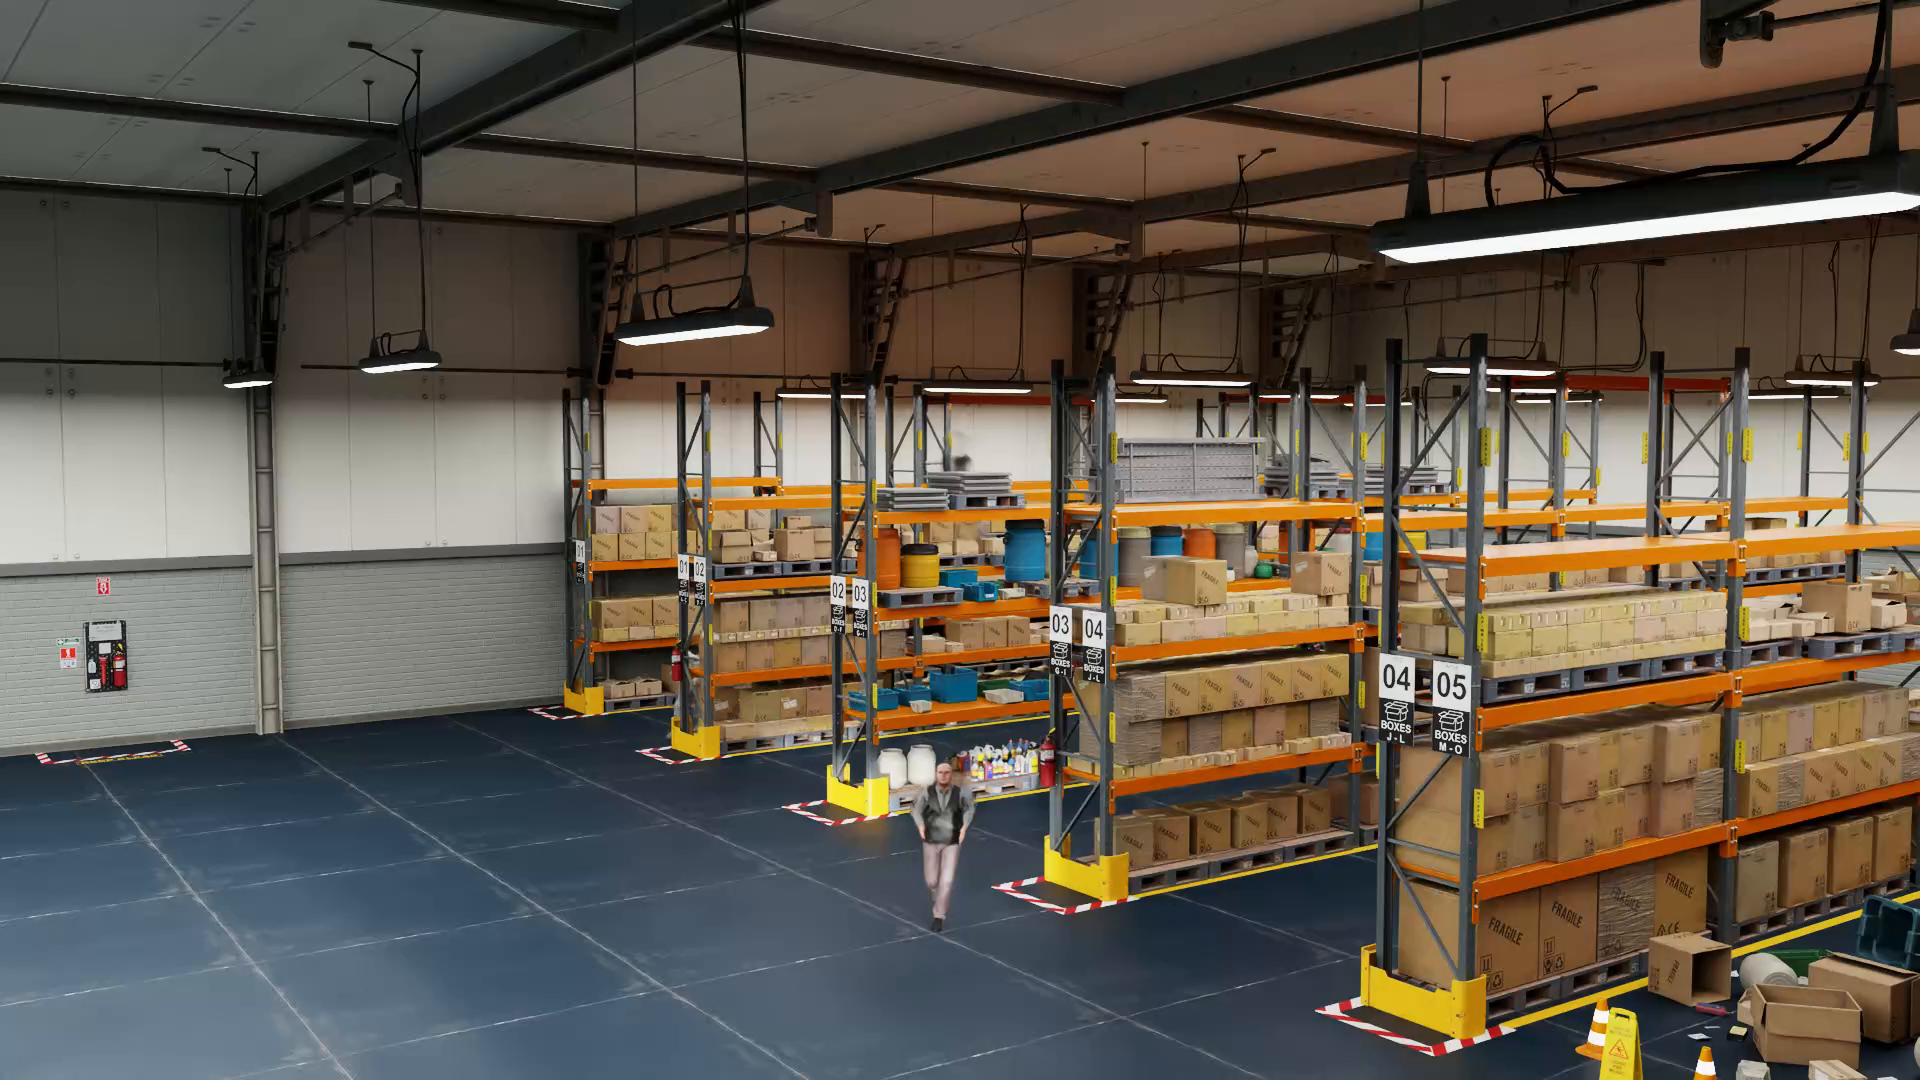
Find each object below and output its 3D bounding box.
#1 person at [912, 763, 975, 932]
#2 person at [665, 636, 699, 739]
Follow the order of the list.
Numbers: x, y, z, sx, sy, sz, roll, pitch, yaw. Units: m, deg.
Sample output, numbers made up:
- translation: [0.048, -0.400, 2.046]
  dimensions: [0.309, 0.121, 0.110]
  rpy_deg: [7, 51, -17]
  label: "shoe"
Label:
- translation: [-0.176, 3.202, 17.558]
  dimensions: [0.663, 1.708, 0.837]
  rpy_deg: [0, 4, 2]
  label: "person"
- translation: [-4.691, 2.481, 28.375]
  dimensions: [0.886, 1.714, 0.643]
  rpy_deg: [-3, 5, -41]
  label: "person"
